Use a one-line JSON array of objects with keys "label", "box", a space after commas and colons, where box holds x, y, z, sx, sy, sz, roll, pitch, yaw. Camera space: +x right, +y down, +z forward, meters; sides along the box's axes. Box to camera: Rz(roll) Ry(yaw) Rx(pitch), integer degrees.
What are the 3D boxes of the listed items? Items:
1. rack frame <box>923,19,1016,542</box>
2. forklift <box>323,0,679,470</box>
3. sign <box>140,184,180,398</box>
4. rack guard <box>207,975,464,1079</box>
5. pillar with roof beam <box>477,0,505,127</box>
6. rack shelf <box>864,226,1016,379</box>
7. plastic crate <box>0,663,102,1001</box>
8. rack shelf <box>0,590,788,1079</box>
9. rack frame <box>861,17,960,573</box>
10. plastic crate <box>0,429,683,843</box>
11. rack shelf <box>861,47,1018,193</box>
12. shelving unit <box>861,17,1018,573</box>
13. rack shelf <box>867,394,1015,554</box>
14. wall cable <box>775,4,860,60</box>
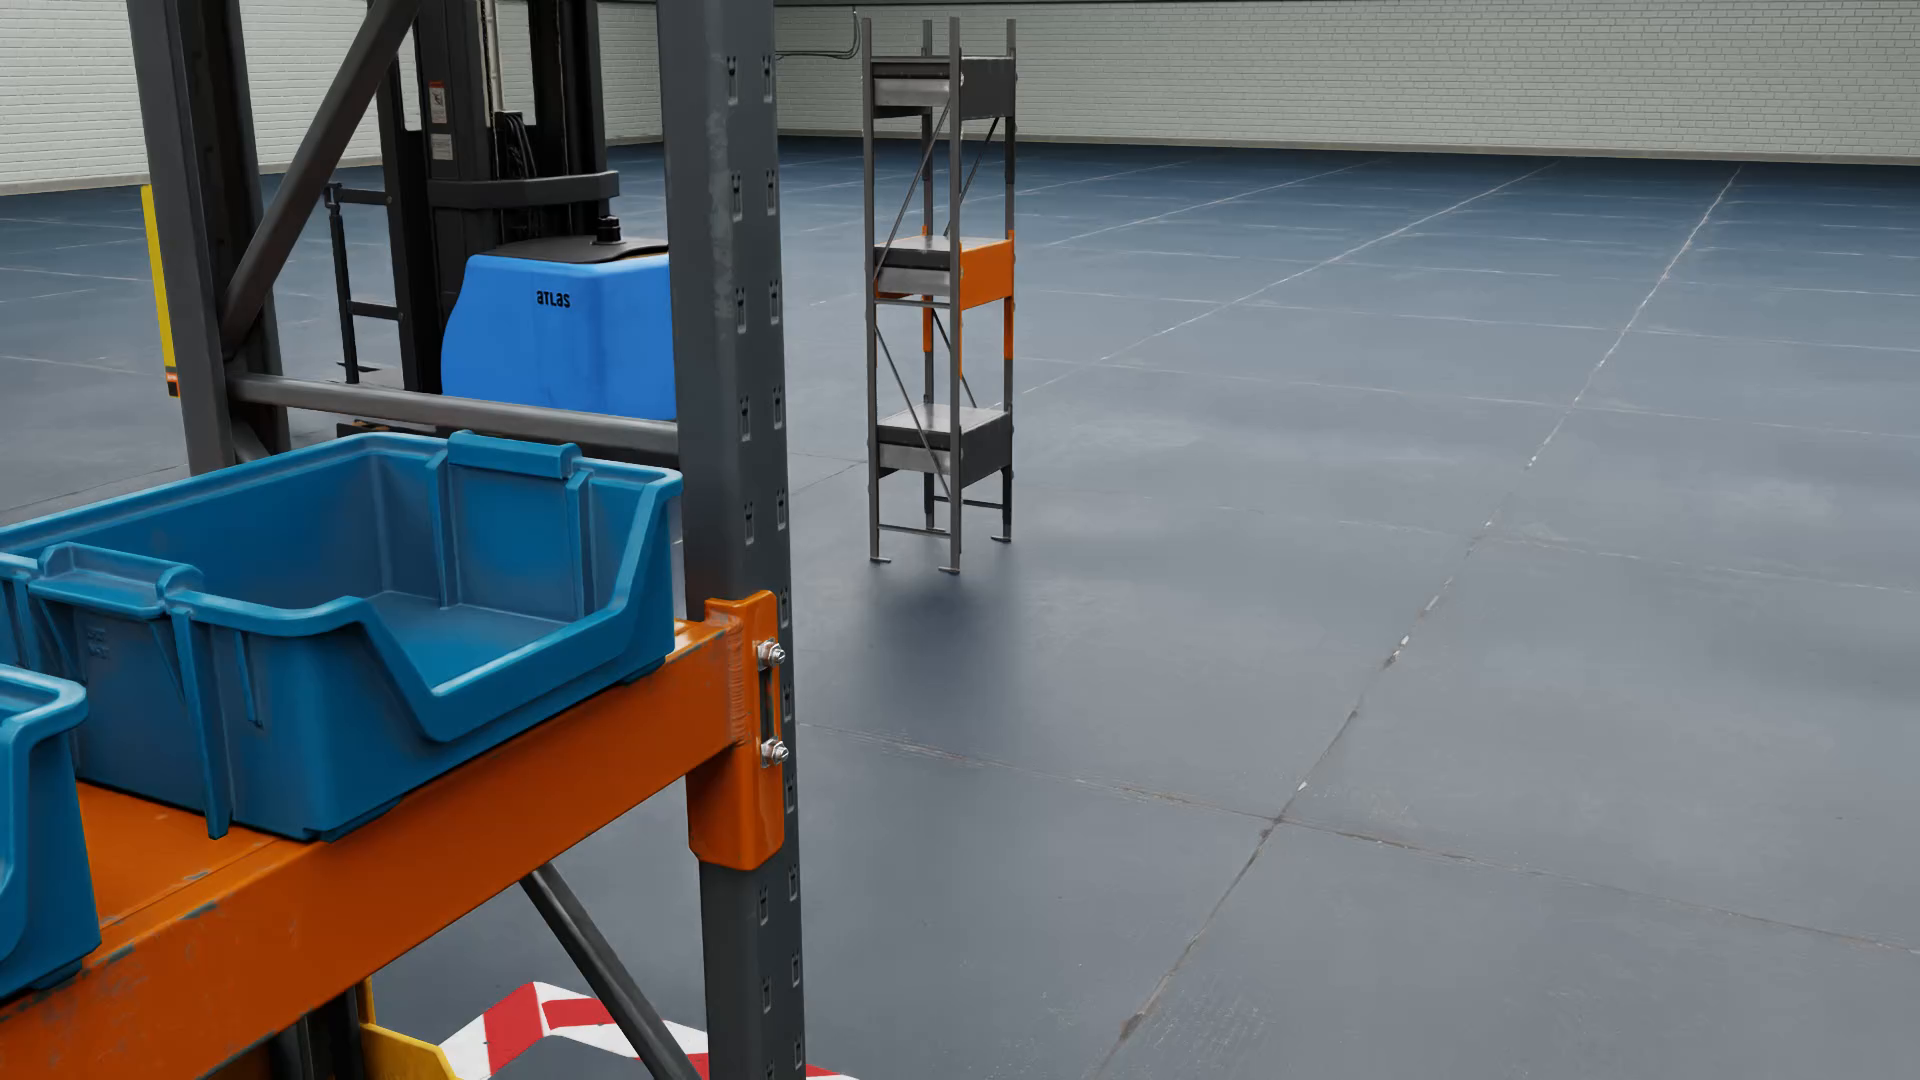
[{"label": "rack frame", "box": [0.035, -1.027, 6.793, 0.400, 2.100, 0.015, 8, 18, 25]}, {"label": "forklift", "box": [-2.574, -1.925, 8.357, 3.031, 2.935, 1.130, 11, 20, 33]}, {"label": "sign", "box": [-1.188, -0.374, 2.528, 0.100, 0.325, 0.005, 8, 18, 25]}, {"label": "rack guard", "box": [-0.689, 1.054, 2.598, 1.175, 0.500, 0.348, 8, 18, 25]}, {"label": "pillar with roof beam", "box": [-4.978, -11.070, 28.490, 9.100, 9.000, 0.400, 8, 18, 25]}, {"label": "rack shelf", "box": [-0.074, -0.951, 6.587, 0.431, 0.518, 0.480, 8, 18, 25]}, {"label": "plastic crate", "box": [-0.949, 0.232, 1.237, 0.499, 0.251, 0.408, 8, 18, 25]}, {"label": "rack shelf", "box": [-1.591, 0.684, 0.715, 1.077, 0.370, 4.000, 8, 18, 25]}, {"label": "rack frame", "box": [-0.183, -0.902, 6.374, 0.400, 2.100, 0.015, 8, 18, 25]}, {"label": "plastic crate", "box": [-0.654, 0.067, 1.792, 0.499, 0.251, 0.616, 8, 18, 25]}, {"label": "rack shelf", "box": [-0.074, -1.622, 6.388, 0.431, 0.518, 0.480, 8, 18, 25]}, {"label": "shelving unit", "box": [-0.074, -0.964, 6.583, 0.431, 2.100, 0.503, 8, 18, 25]}, {"label": "rack shelf", "box": [-0.074, -0.280, 6.787, 0.431, 0.518, 0.480, 8, 18, 25]}, {"label": "wall cable", "box": [-3.649, -12.240, 37.882, 3.097, 2.526, 0.112, 8, 18, 25]}]
